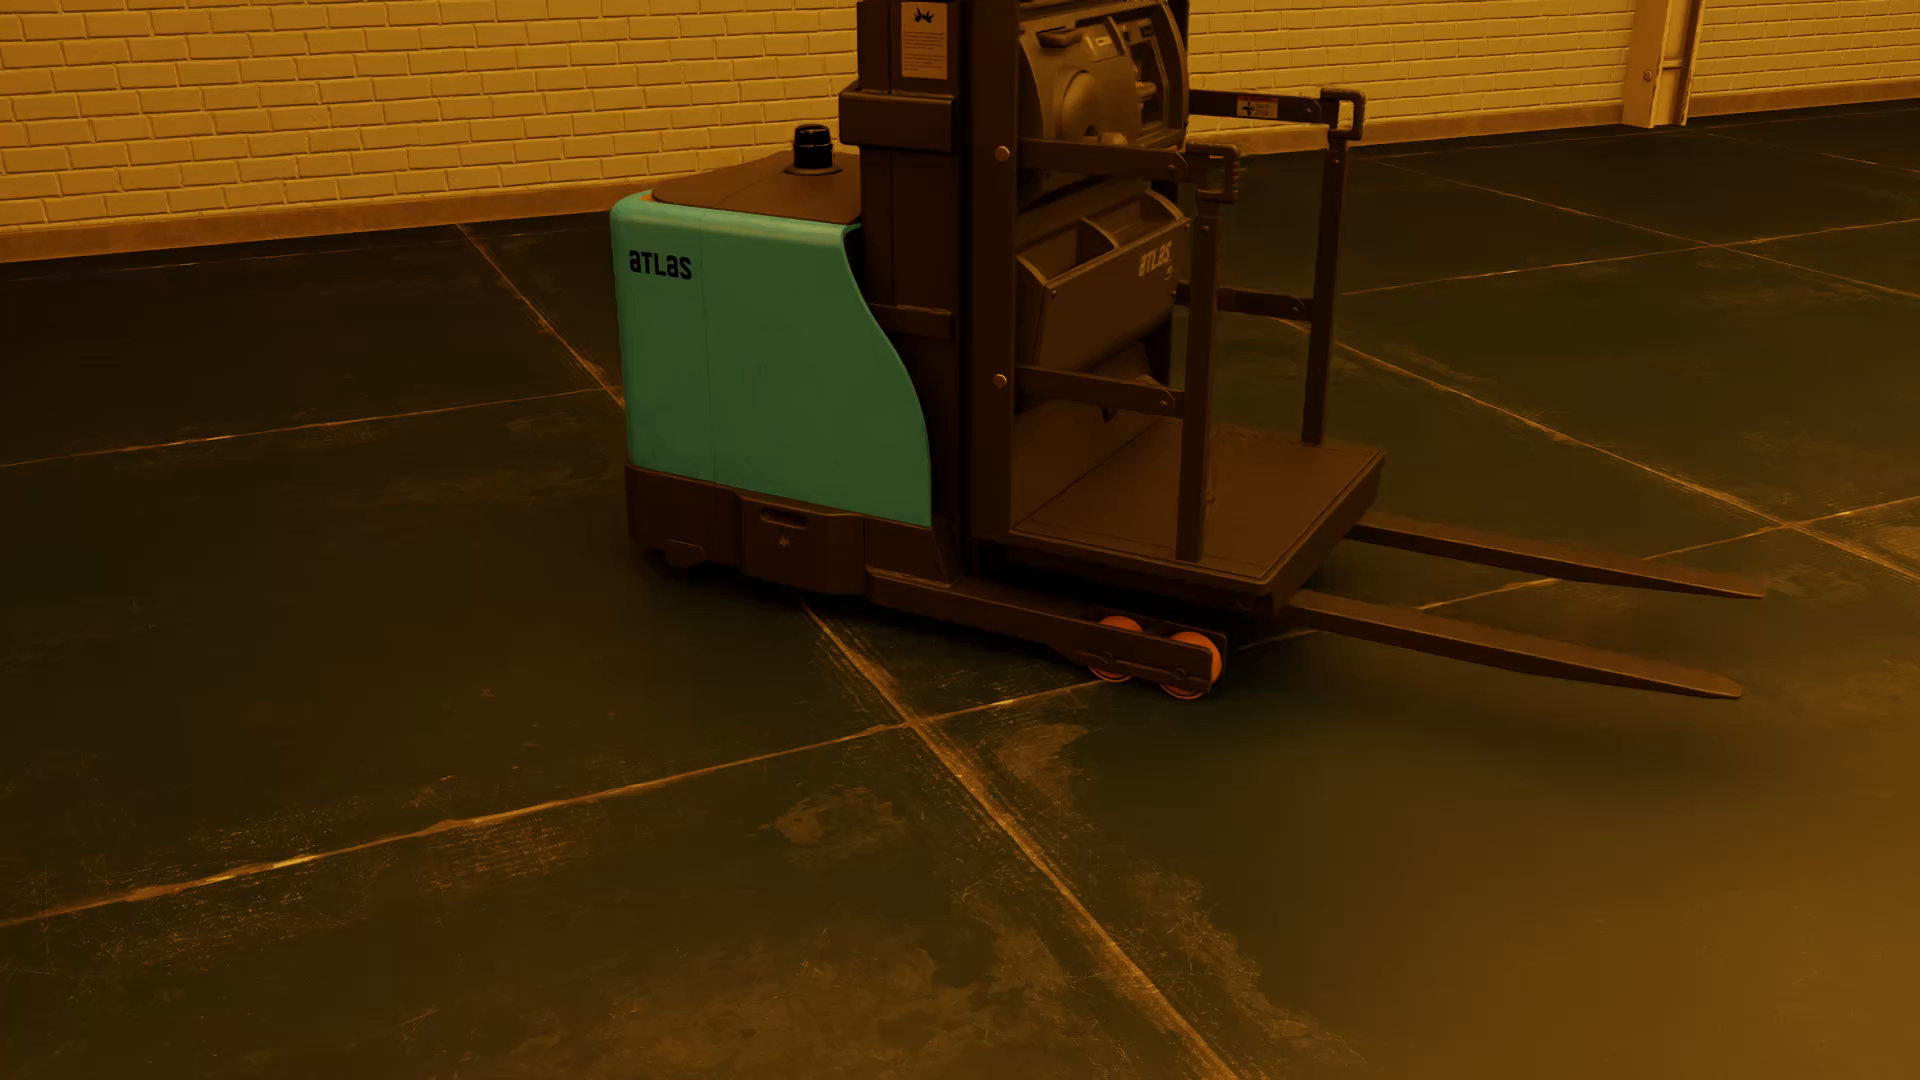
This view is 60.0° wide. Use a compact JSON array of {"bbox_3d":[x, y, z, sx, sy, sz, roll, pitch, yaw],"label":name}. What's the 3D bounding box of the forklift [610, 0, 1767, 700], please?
[{"bbox_3d":[0.560,-1.188,4.147,3.031,2.935,1.130,12,25,26],"label":"forklift"}]
